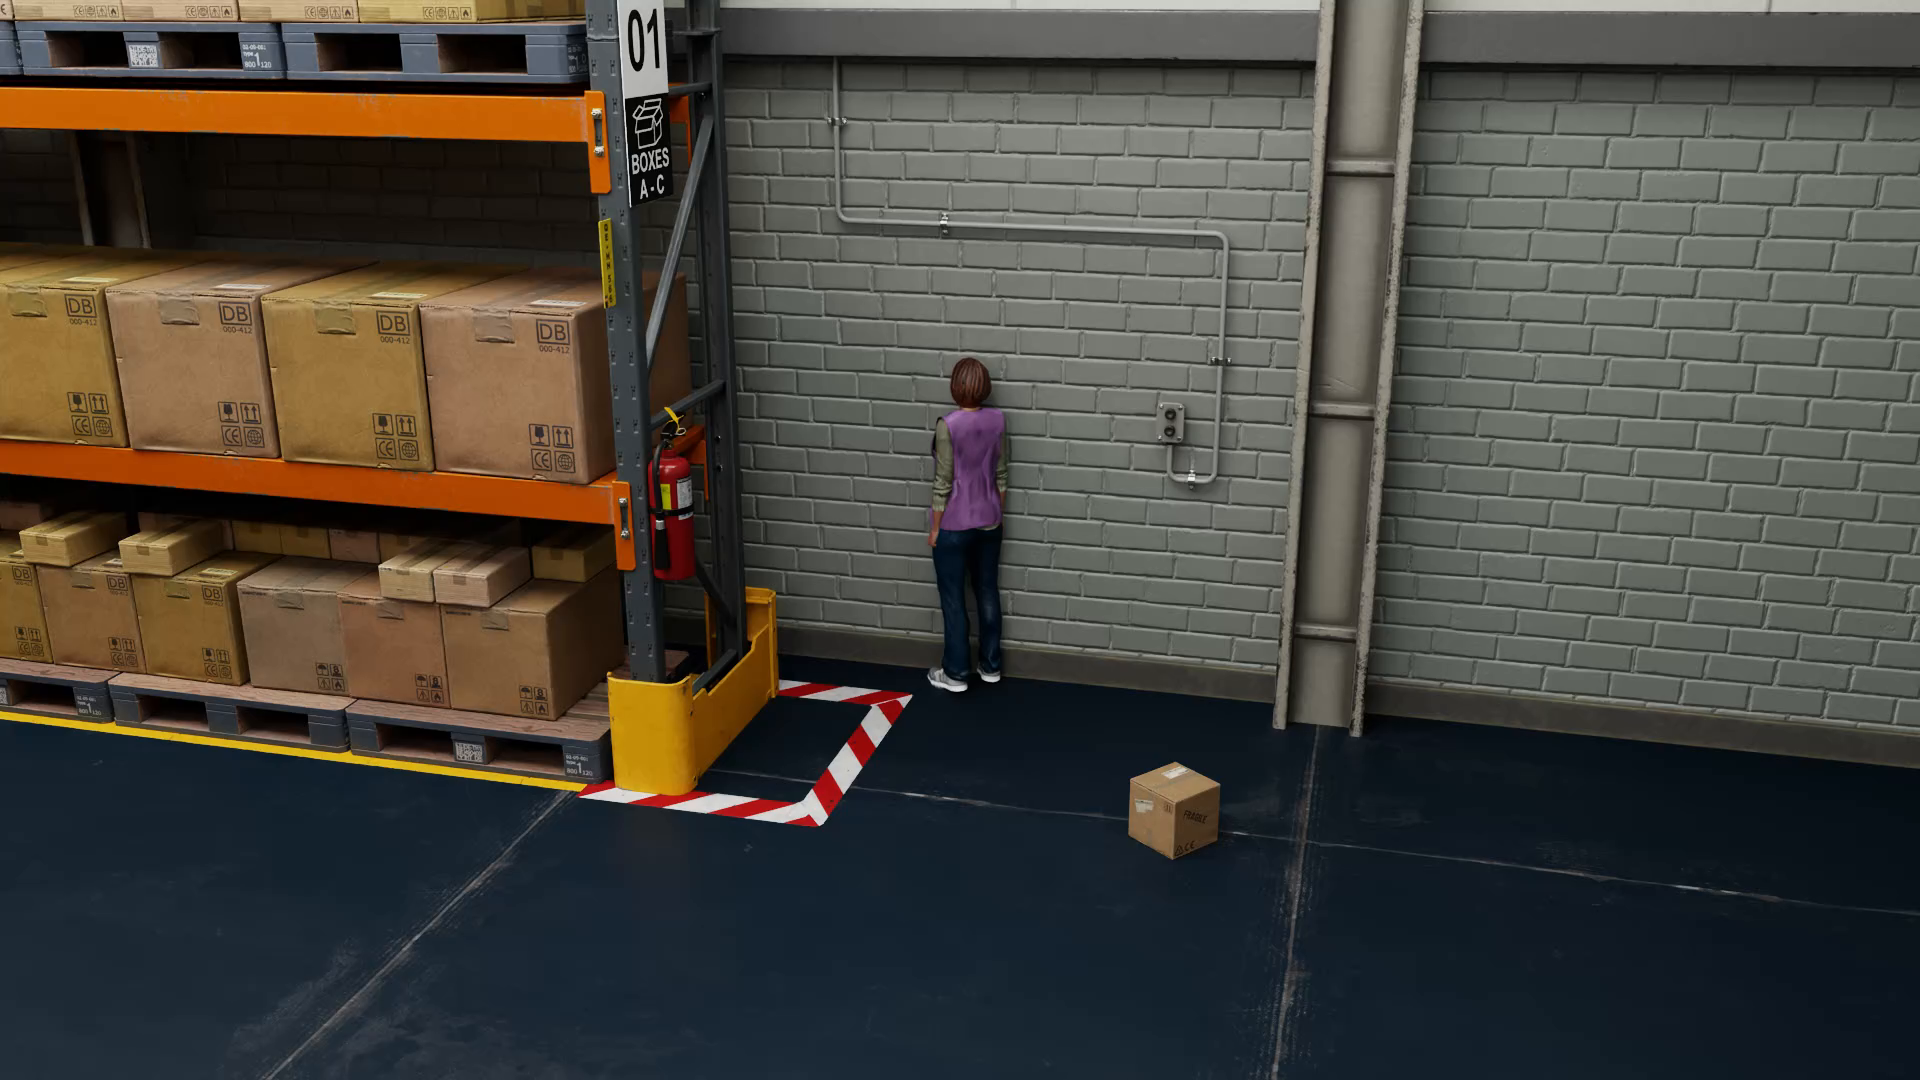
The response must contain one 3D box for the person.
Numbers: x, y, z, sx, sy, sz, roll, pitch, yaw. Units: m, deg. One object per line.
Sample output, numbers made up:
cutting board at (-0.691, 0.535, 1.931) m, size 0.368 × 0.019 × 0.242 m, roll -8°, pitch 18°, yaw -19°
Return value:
person at (0.029, -0.072, 7.779) m, size 0.410 × 1.604 × 0.319 m, roll -10°, pitch 21°, yaw -27°
